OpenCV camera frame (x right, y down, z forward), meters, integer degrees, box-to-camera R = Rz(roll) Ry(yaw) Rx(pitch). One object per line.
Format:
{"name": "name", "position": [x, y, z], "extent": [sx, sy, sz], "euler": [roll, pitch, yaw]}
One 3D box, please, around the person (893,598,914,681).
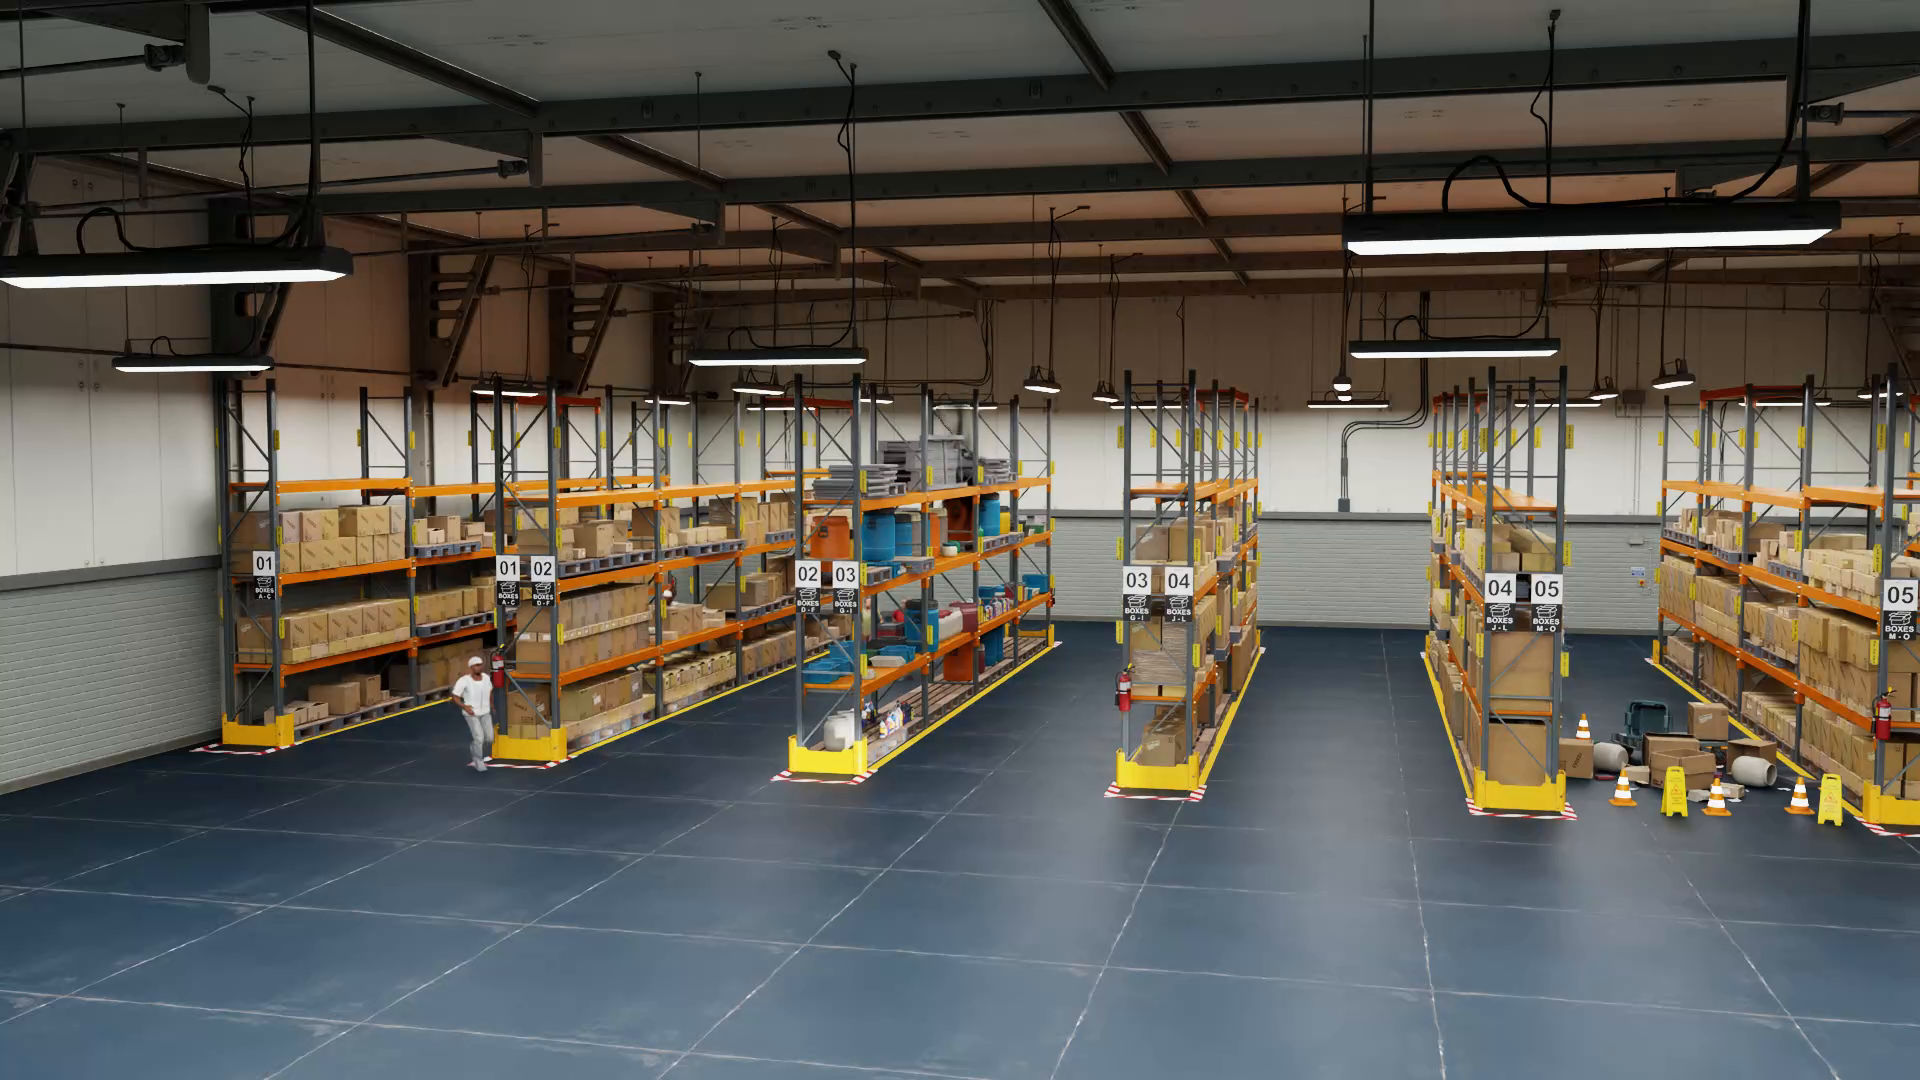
{"name": "person", "position": [-1.126, 2.088, 34.696], "extent": [0.657, 1.776, 0.814], "euler": [1, 3, 10]}

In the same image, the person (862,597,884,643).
{"name": "person", "position": [-1.947, 2.043, 35.716], "extent": [0.588, 1.628, 0.758], "euler": [0, 3, 7]}

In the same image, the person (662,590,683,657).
{"name": "person", "position": [-6.381, 1.949, 36.825], "extent": [0.636, 1.723, 0.847], "euler": [1, 4, 16]}

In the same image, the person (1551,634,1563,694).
{"name": "person", "position": [11.598, 2.244, 32.675], "extent": [0.480, 1.635, 0.762], "euler": [1, 3, 9]}

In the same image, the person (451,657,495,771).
{"name": "person", "position": [-7.372, 2.627, 25.233], "extent": [0.588, 1.733, 0.708], "euler": [3, 5, 43]}
